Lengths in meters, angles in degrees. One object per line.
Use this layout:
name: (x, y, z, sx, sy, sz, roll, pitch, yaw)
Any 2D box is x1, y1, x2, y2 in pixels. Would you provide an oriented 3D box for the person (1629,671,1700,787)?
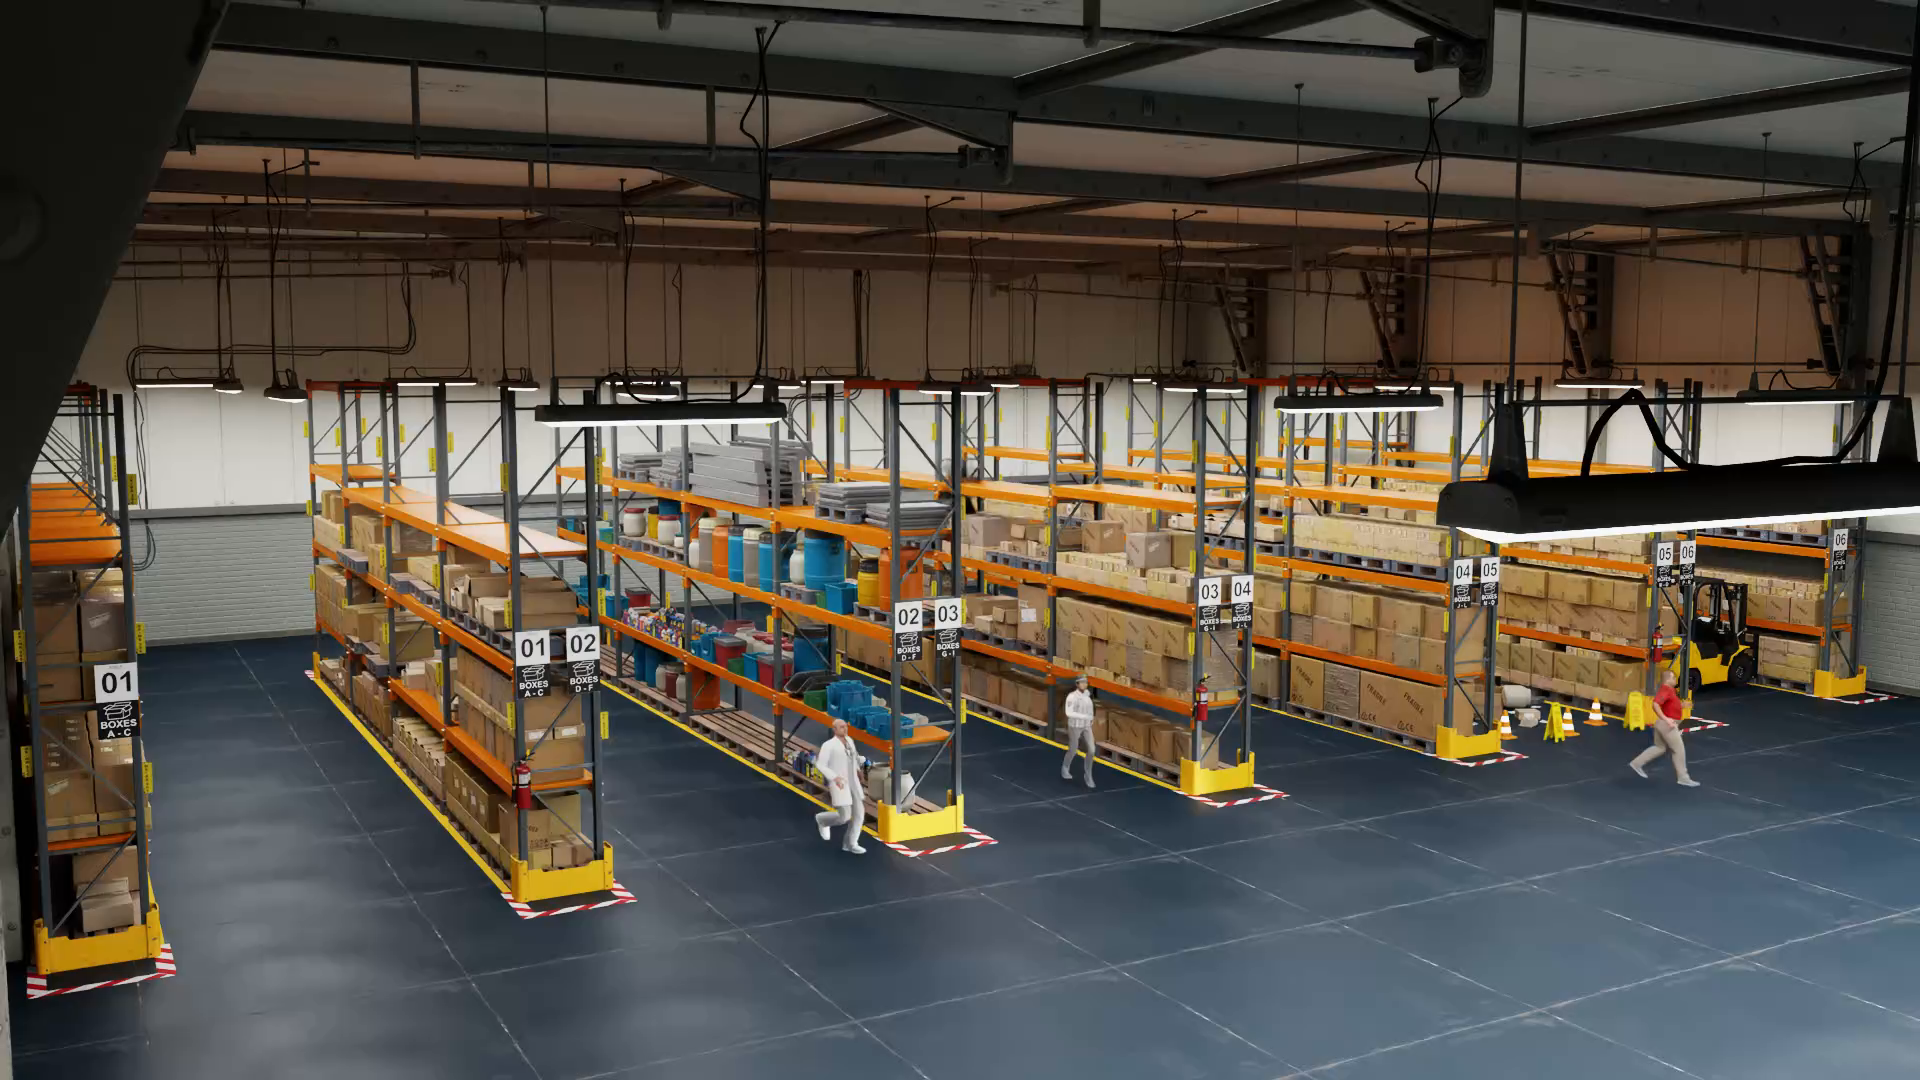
person: (10.589, 2.806, 24.919, 0.990, 1.713, 0.663, 2, 6, 14)

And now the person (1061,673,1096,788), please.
person: (1.805, 2.857, 24.980, 0.623, 1.765, 0.734, -4, 7, -33)

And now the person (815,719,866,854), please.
person: (-1.521, 3.176, 21.582, 0.778, 1.721, 0.704, 5, 8, 42)

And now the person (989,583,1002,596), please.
person: (0.924, 0.940, 42.574, 0.643, 1.747, 0.707, -3, 7, -28)
